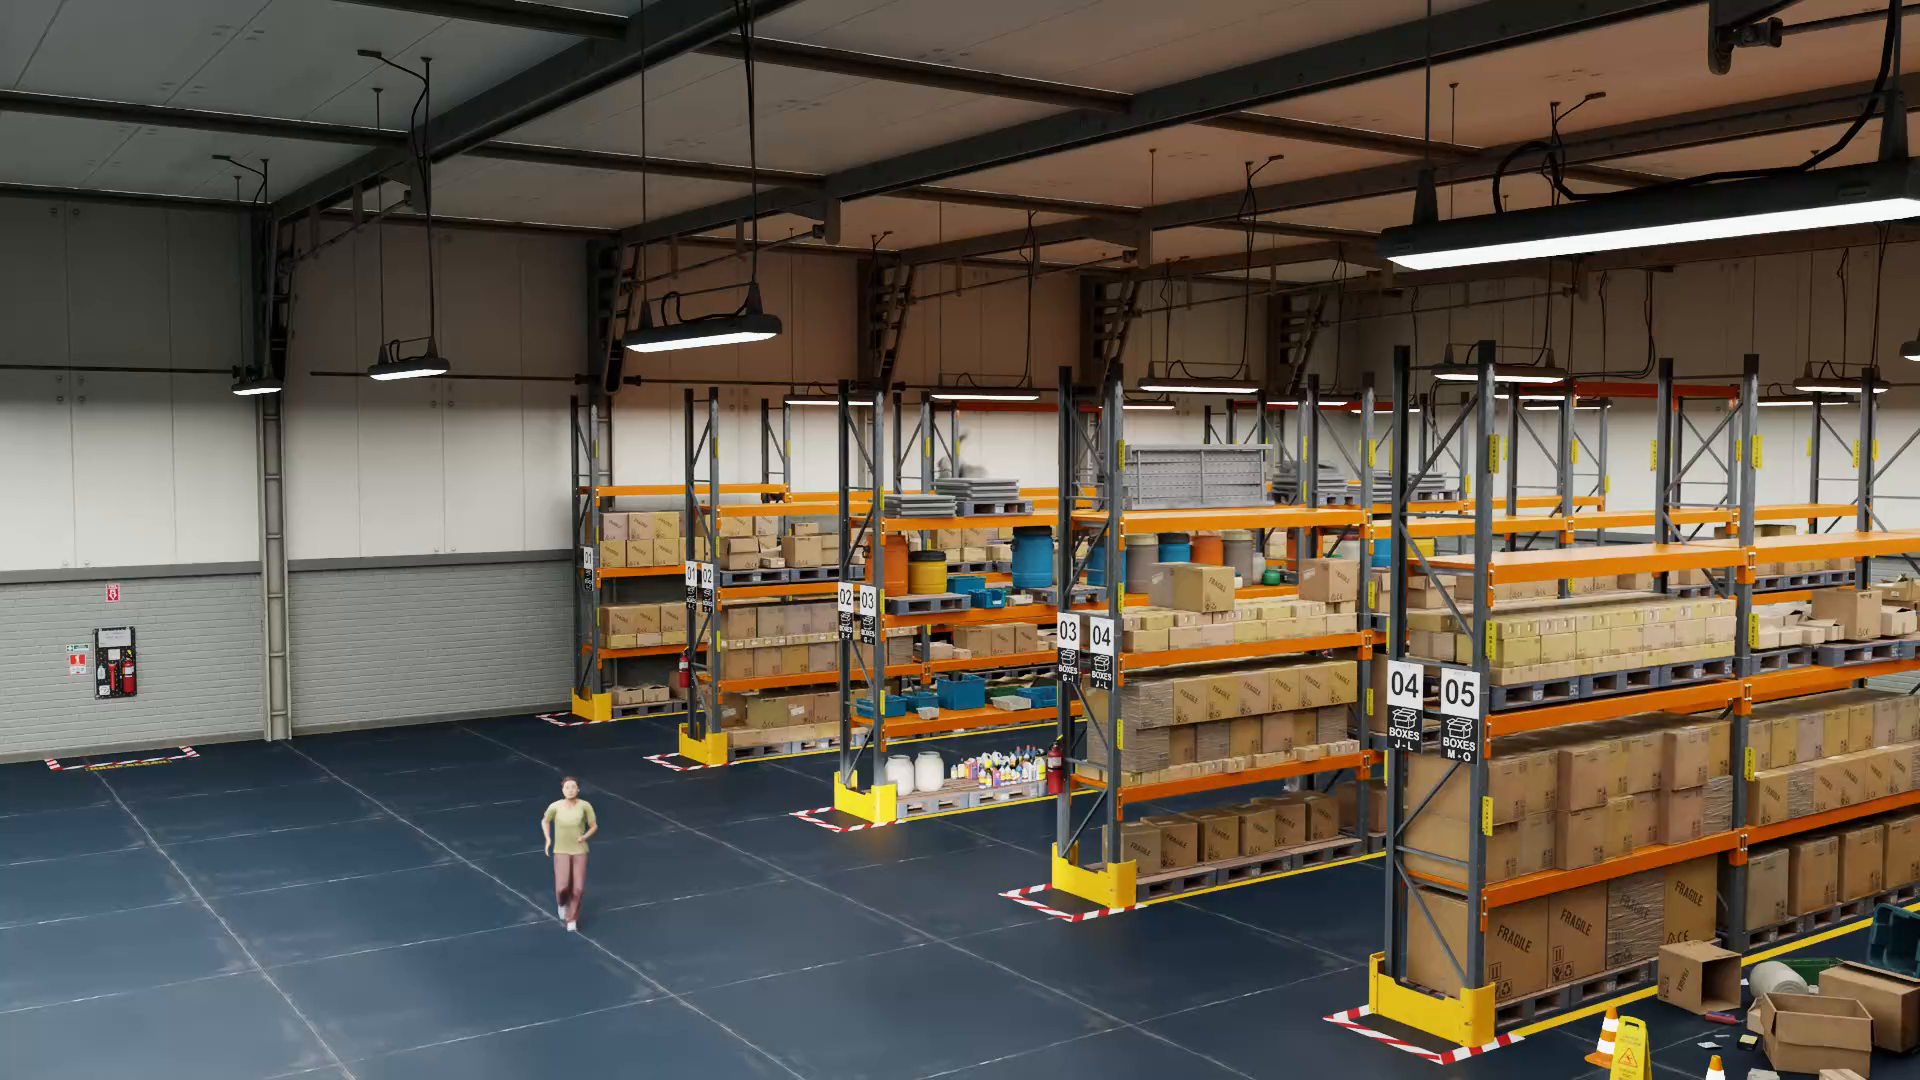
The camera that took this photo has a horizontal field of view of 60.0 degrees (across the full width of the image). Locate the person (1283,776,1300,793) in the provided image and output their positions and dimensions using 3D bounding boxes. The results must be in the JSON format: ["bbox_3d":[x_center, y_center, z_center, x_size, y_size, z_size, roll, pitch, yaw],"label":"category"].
[{"bbox_3d":[4.749,2.888,24.141,0.663,1.678,0.592,-3,4,-39],"label":"person"}]

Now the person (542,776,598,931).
[{"bbox_3d":[-4.095,3.298,17.473,0.573,1.630,0.537,-1,4,-14],"label":"person"}]
